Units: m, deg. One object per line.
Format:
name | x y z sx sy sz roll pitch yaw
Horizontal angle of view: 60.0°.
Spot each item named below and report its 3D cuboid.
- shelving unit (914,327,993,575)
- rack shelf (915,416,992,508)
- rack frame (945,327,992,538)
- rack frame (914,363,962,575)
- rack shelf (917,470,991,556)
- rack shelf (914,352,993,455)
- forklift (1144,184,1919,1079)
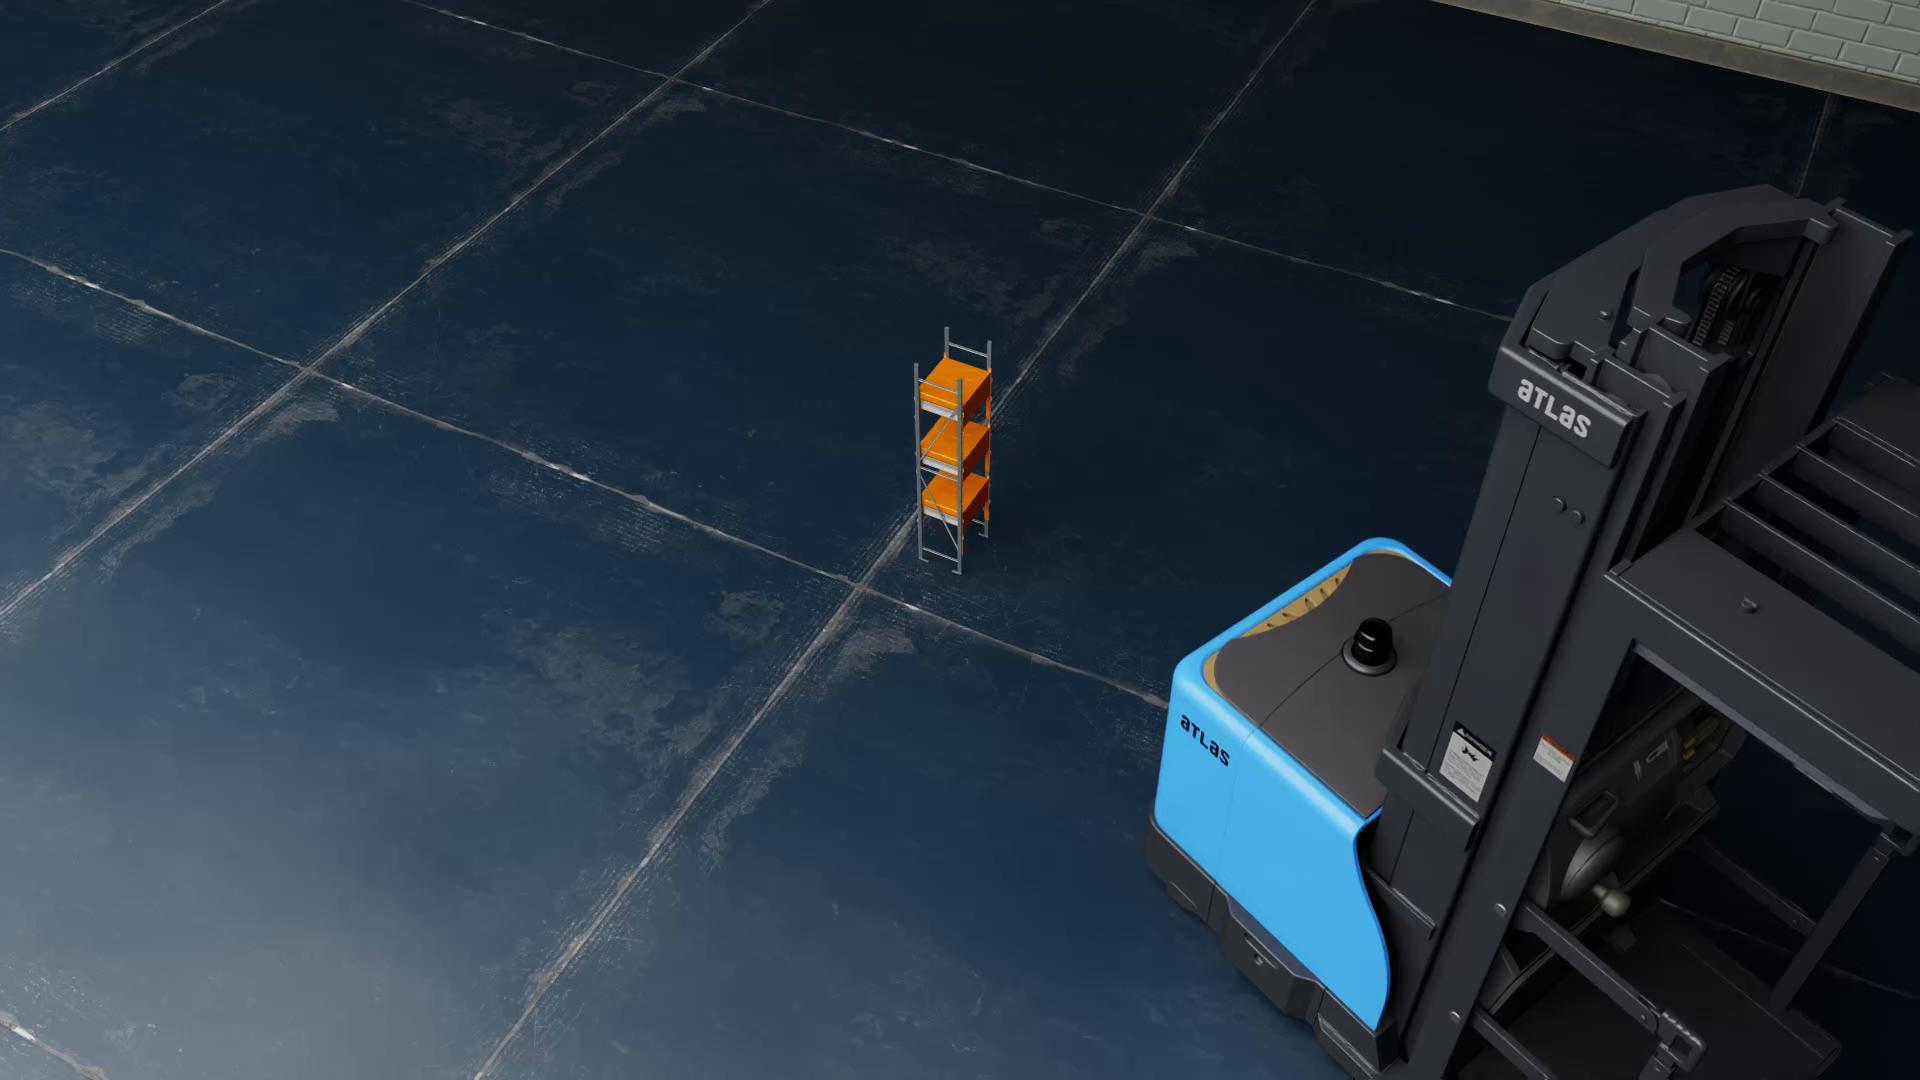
shelving unit | -0.025 -0.335 6.623 0.215 1.050 0.252 20 49 19
rack shelf | -0.025 -0.328 6.631 0.215 0.259 0.240 20 49 19
rack frame | 0.032 -0.412 6.699 0.200 1.050 0.008 20 49 19
rack frame | -0.081 -0.258 6.547 0.200 1.050 0.008 20 49 19
rack shelf | -0.025 -0.133 6.828 0.215 0.259 0.240 20 49 19
rack shelf | -0.025 -0.527 6.429 0.215 0.259 0.240 20 49 19
forklift | 1.954 0.725 4.253 1.130 2.935 3.031 -29 52 -26
